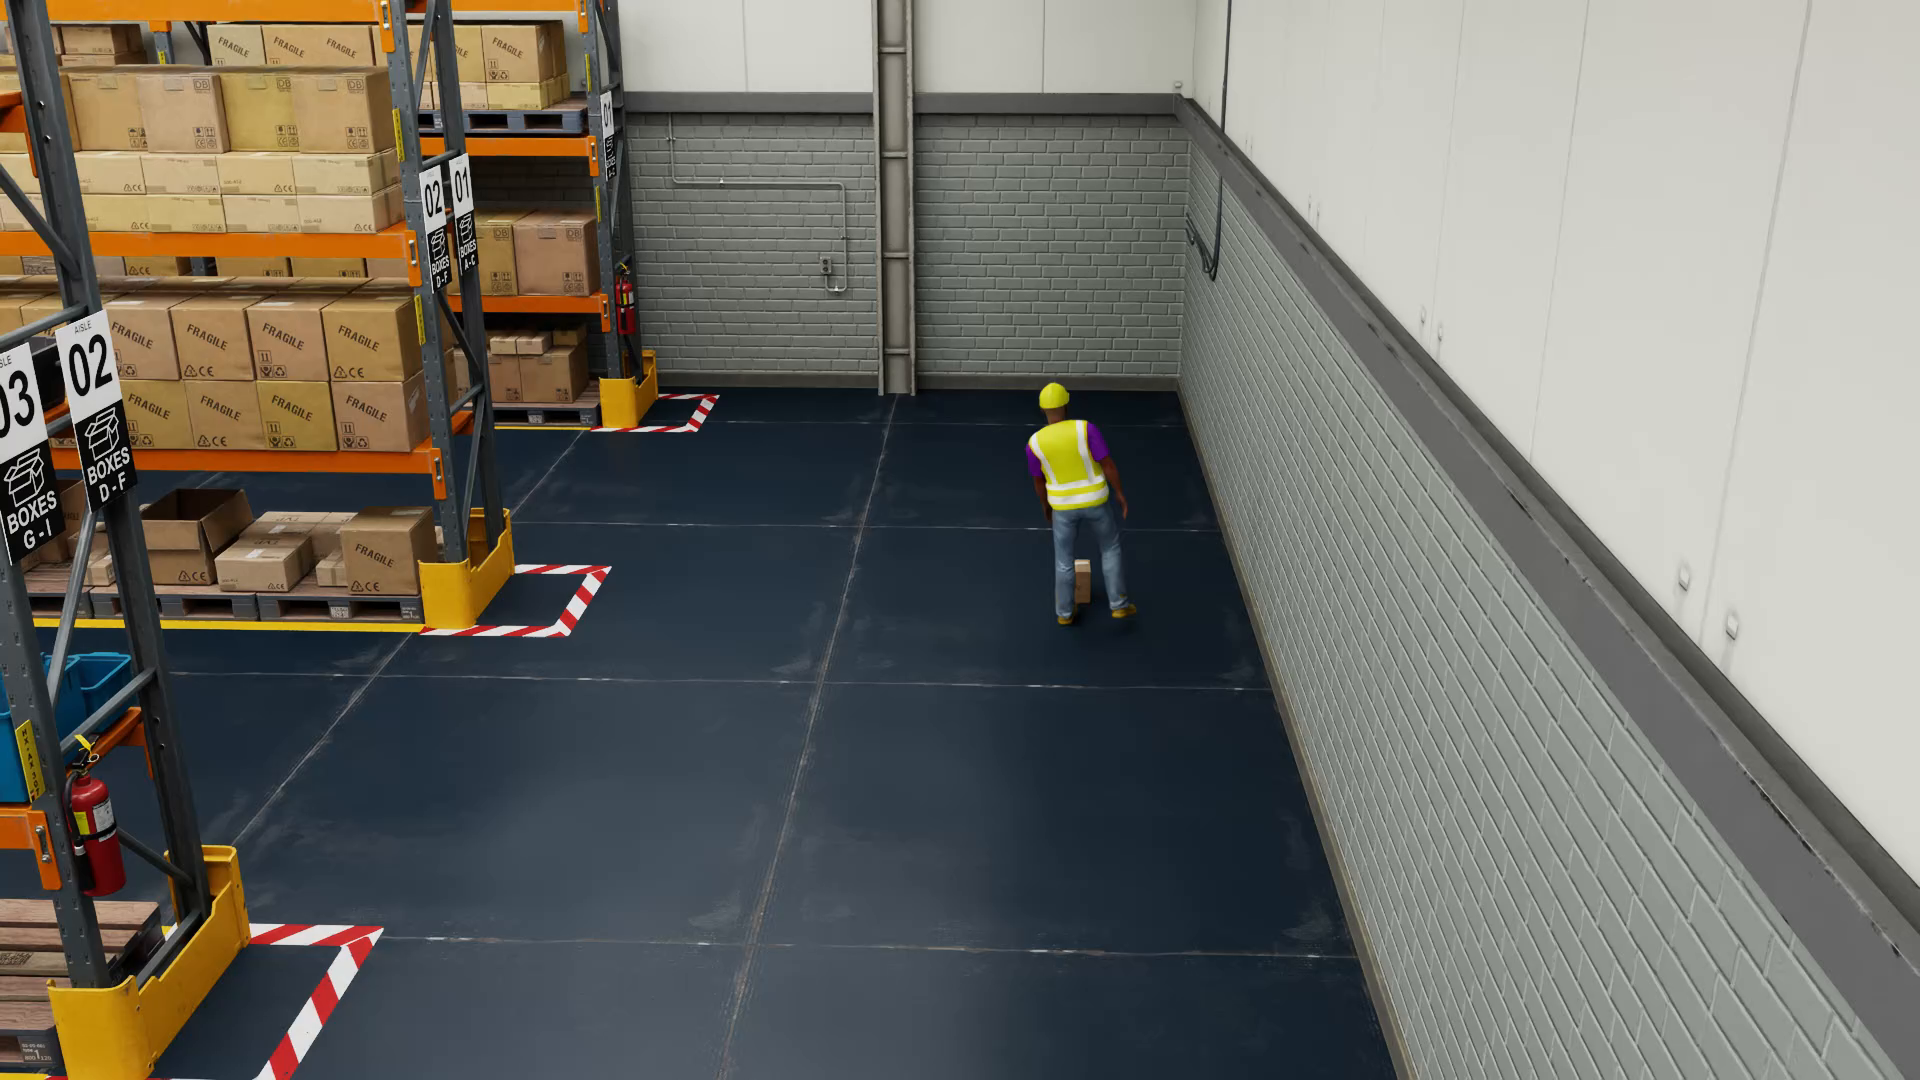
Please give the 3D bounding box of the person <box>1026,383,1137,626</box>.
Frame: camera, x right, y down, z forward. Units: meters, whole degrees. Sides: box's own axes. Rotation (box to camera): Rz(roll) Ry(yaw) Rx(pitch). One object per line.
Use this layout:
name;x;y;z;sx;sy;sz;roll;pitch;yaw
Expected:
person;0.864;-0.247;11.687;0.815;1.770;0.426;1;21;2
